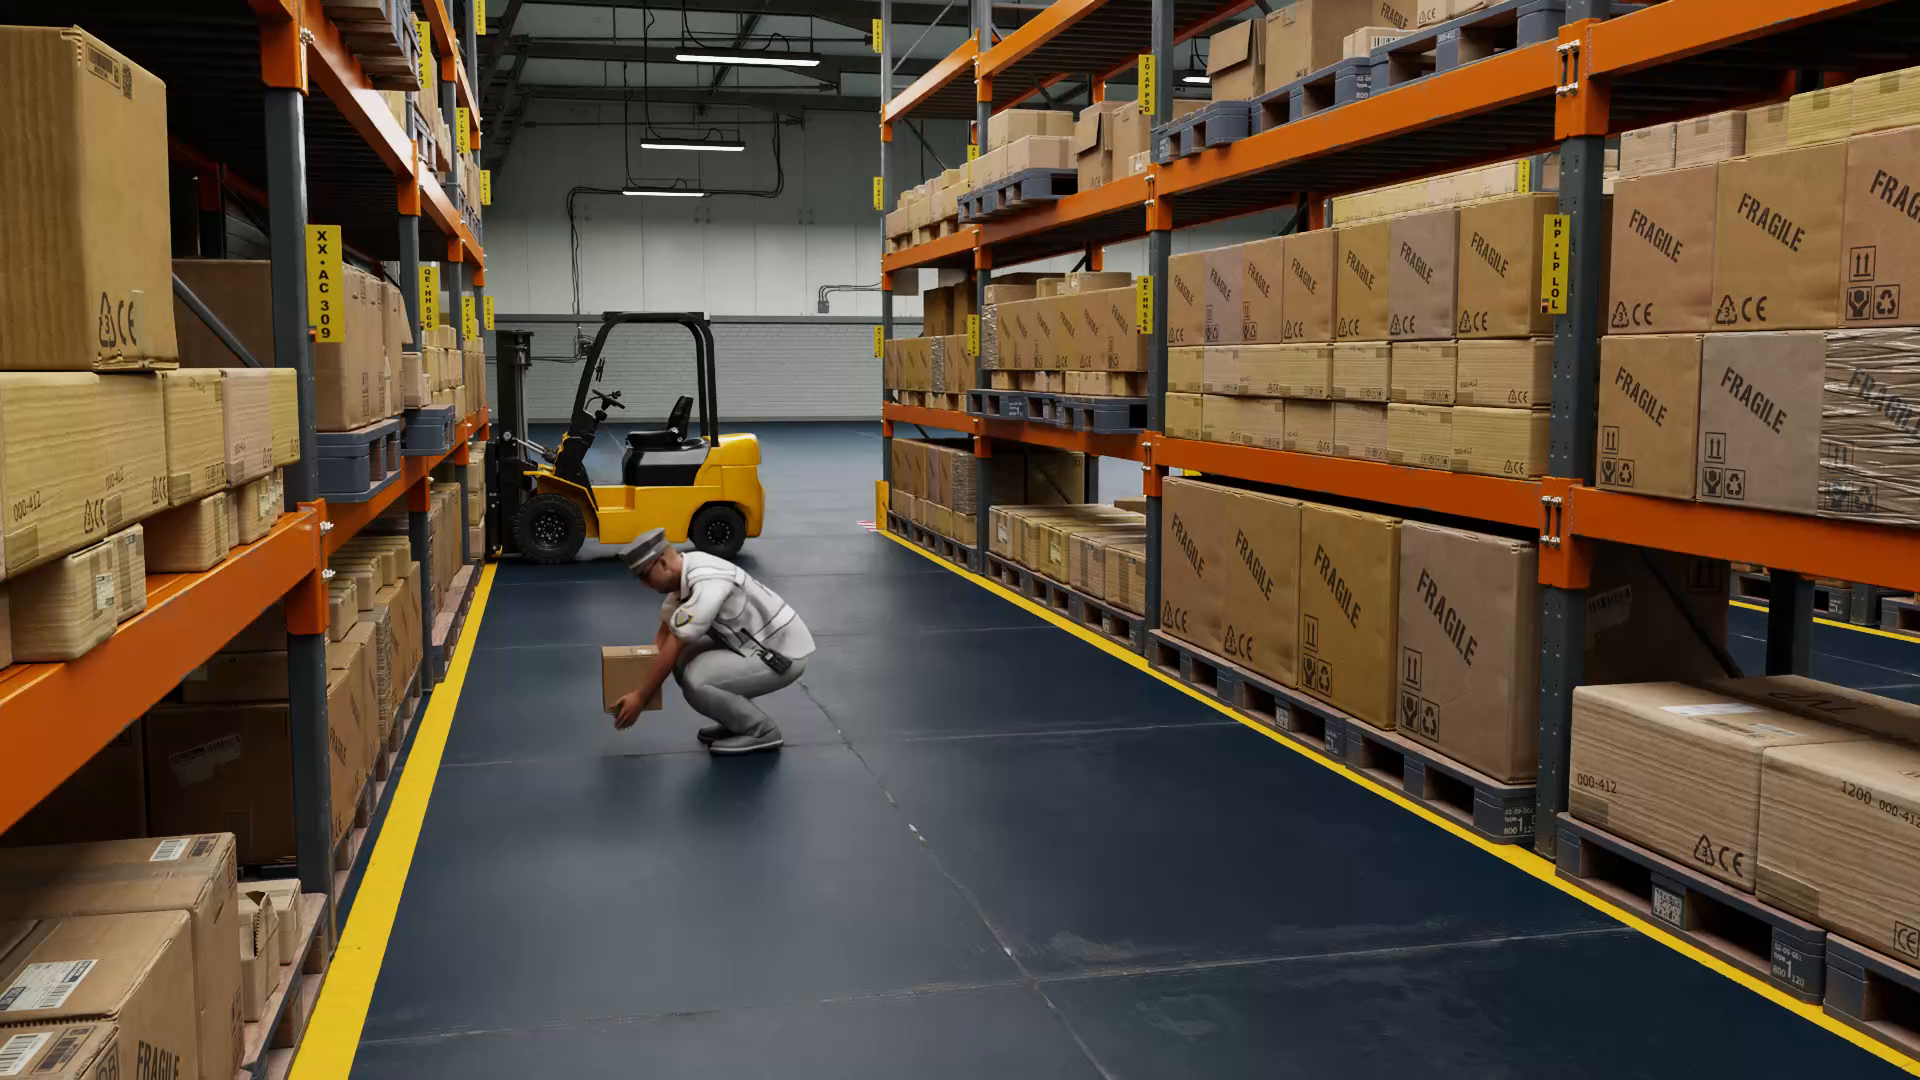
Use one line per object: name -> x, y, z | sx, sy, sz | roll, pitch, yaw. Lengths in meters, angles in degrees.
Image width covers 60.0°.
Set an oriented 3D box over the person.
person -> -1.107, 0.434, 7.417 | 0.912, 1.012, 0.537 | -2, 6, -14
